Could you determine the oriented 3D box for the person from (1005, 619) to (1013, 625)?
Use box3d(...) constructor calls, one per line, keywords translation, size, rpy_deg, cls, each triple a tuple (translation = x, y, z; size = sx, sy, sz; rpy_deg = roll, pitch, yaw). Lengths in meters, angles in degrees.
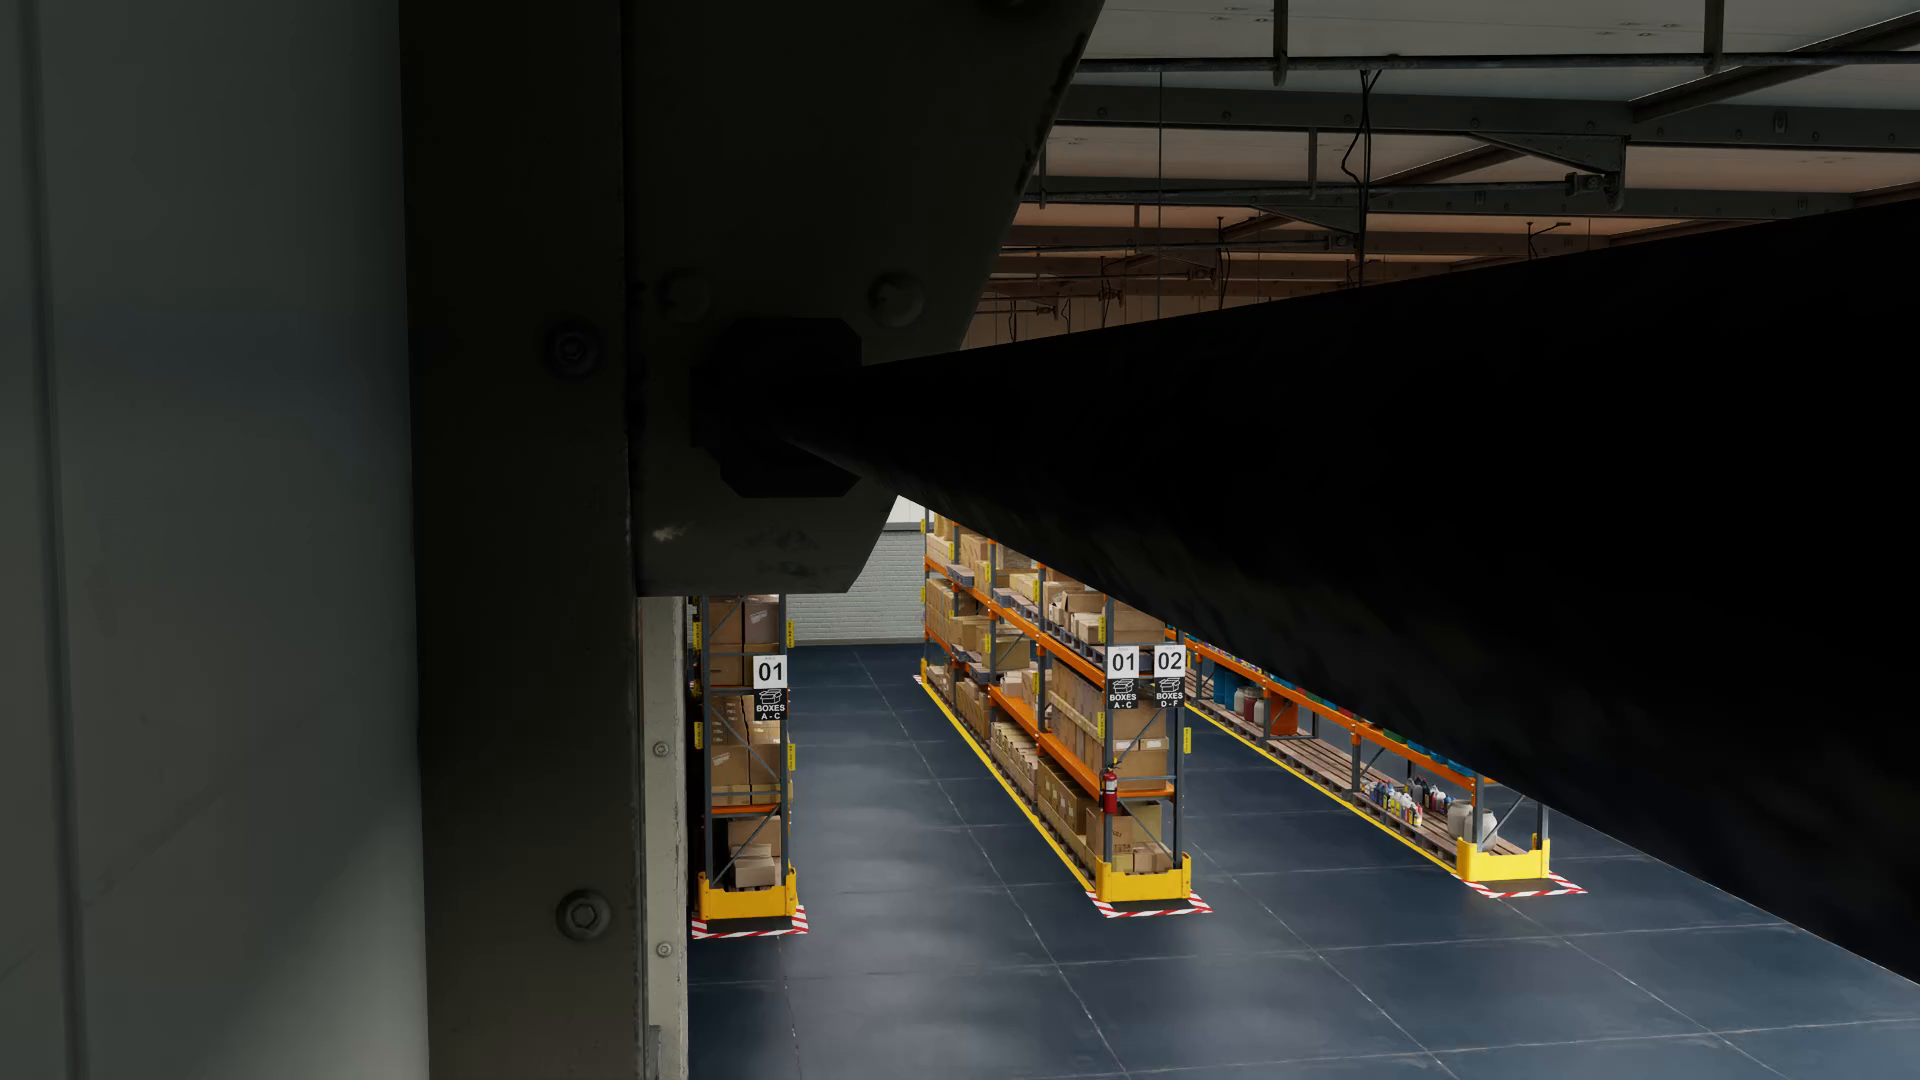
box3d(translation=(1.064, 2.188, 37.250), size=(0.651, 1.759, 0.829), rpy_deg=(3, 6, 34), cls="person")
